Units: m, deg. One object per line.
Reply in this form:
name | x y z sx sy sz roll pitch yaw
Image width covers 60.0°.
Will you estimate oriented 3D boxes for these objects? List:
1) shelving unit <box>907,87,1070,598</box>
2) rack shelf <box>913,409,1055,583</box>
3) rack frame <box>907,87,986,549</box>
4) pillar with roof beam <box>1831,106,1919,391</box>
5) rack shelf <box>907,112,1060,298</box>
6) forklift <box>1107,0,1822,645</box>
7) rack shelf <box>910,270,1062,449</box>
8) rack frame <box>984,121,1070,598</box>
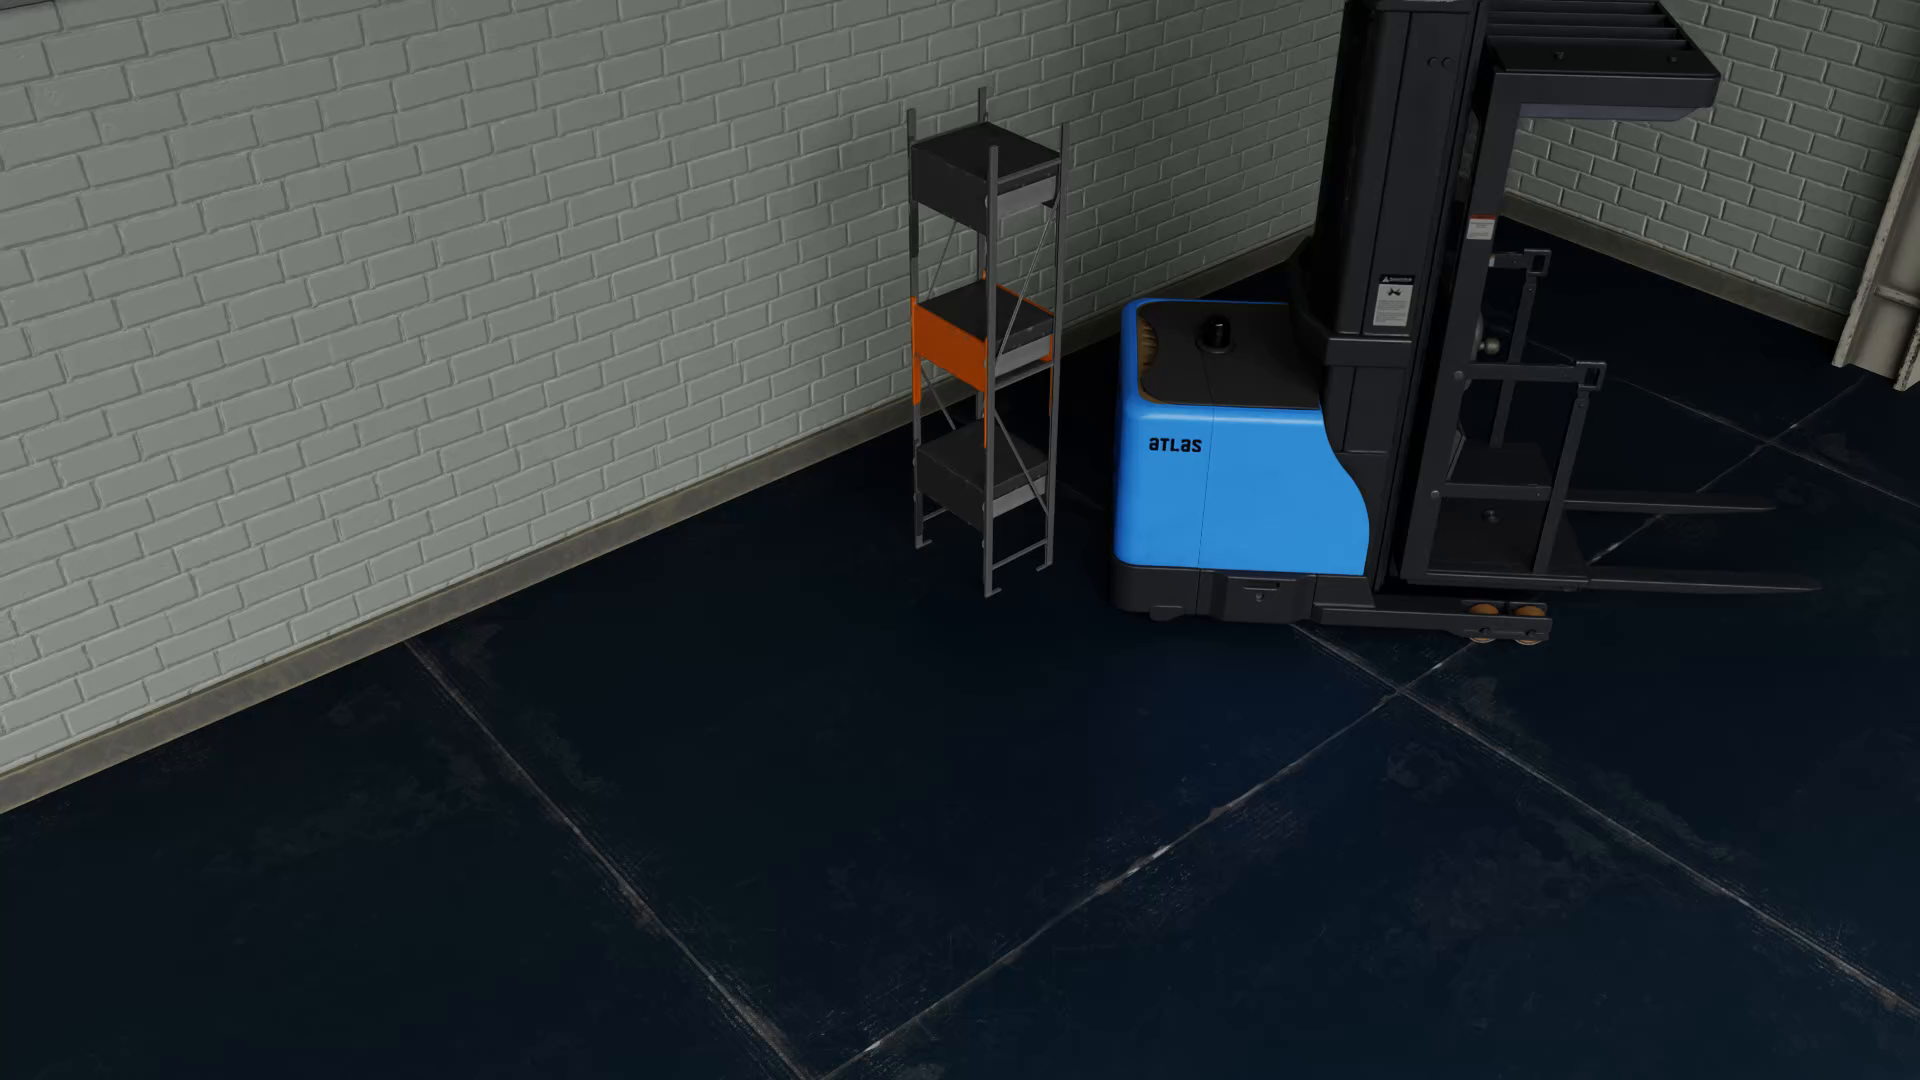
shelving unit | 0.107 -0.784 7.040 0.431 2.100 0.503 -26 43 -32
rack shelf | 0.107 -0.201 7.452 0.431 0.518 0.480 -26 43 -32
rack frame | -0.051 -0.892 7.192 0.400 2.100 0.015 -26 43 -32
pillar with roof beam | 1.727 -3.002 4.203 9.100 9.000 0.400 -26 43 -32
rack shelf | 0.107 -1.344 6.643 0.431 0.518 0.480 -26 43 -32
forklift | 2.188 -1.068 6.722 3.031 2.935 1.130 2 35 4
rack shelf | 0.107 -0.773 7.048 0.431 0.518 0.480 -26 43 -32
rack frame | 0.264 -0.676 6.888 0.400 2.100 0.015 -26 43 -32
